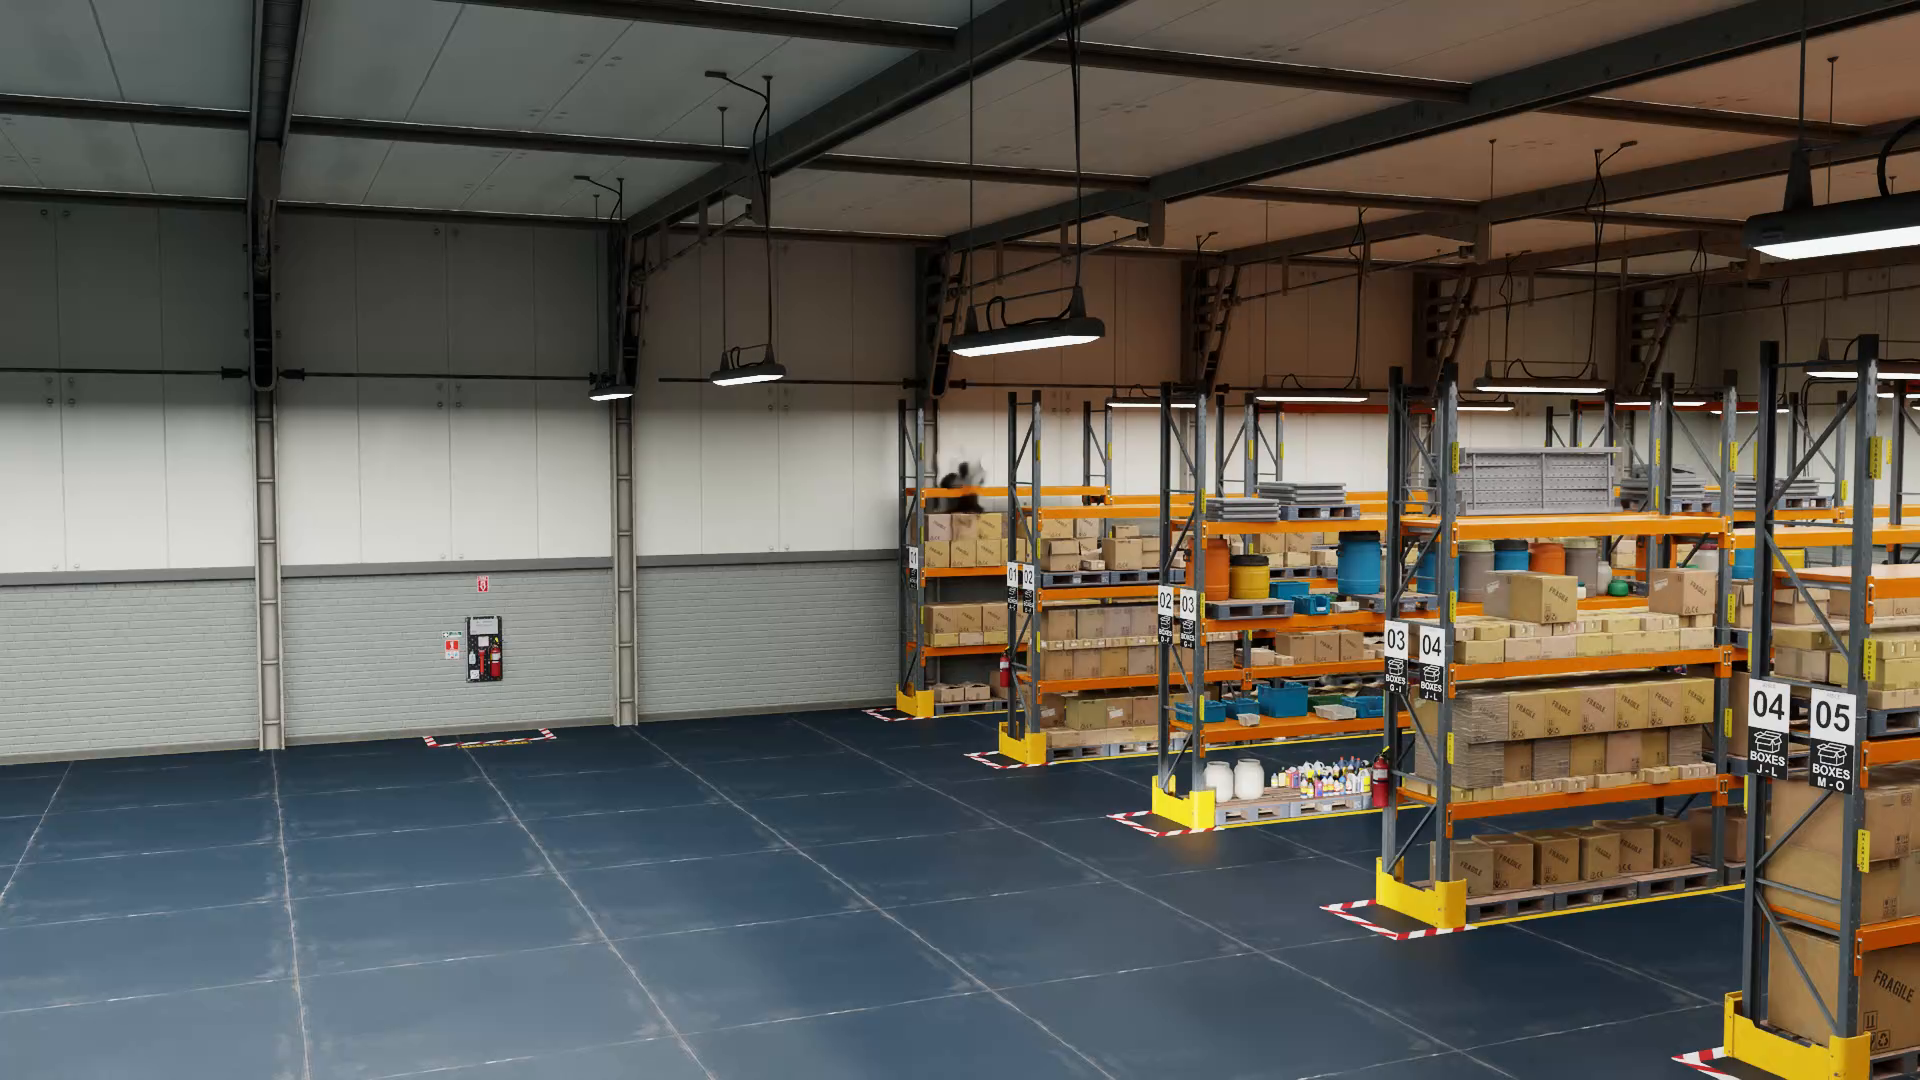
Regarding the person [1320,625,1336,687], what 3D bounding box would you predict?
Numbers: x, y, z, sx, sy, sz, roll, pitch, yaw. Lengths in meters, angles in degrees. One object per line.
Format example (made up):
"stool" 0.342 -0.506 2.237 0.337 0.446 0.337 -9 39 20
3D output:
"person" 7.148 2.443 32.322 0.625 1.667 0.547 -2 4 -32
